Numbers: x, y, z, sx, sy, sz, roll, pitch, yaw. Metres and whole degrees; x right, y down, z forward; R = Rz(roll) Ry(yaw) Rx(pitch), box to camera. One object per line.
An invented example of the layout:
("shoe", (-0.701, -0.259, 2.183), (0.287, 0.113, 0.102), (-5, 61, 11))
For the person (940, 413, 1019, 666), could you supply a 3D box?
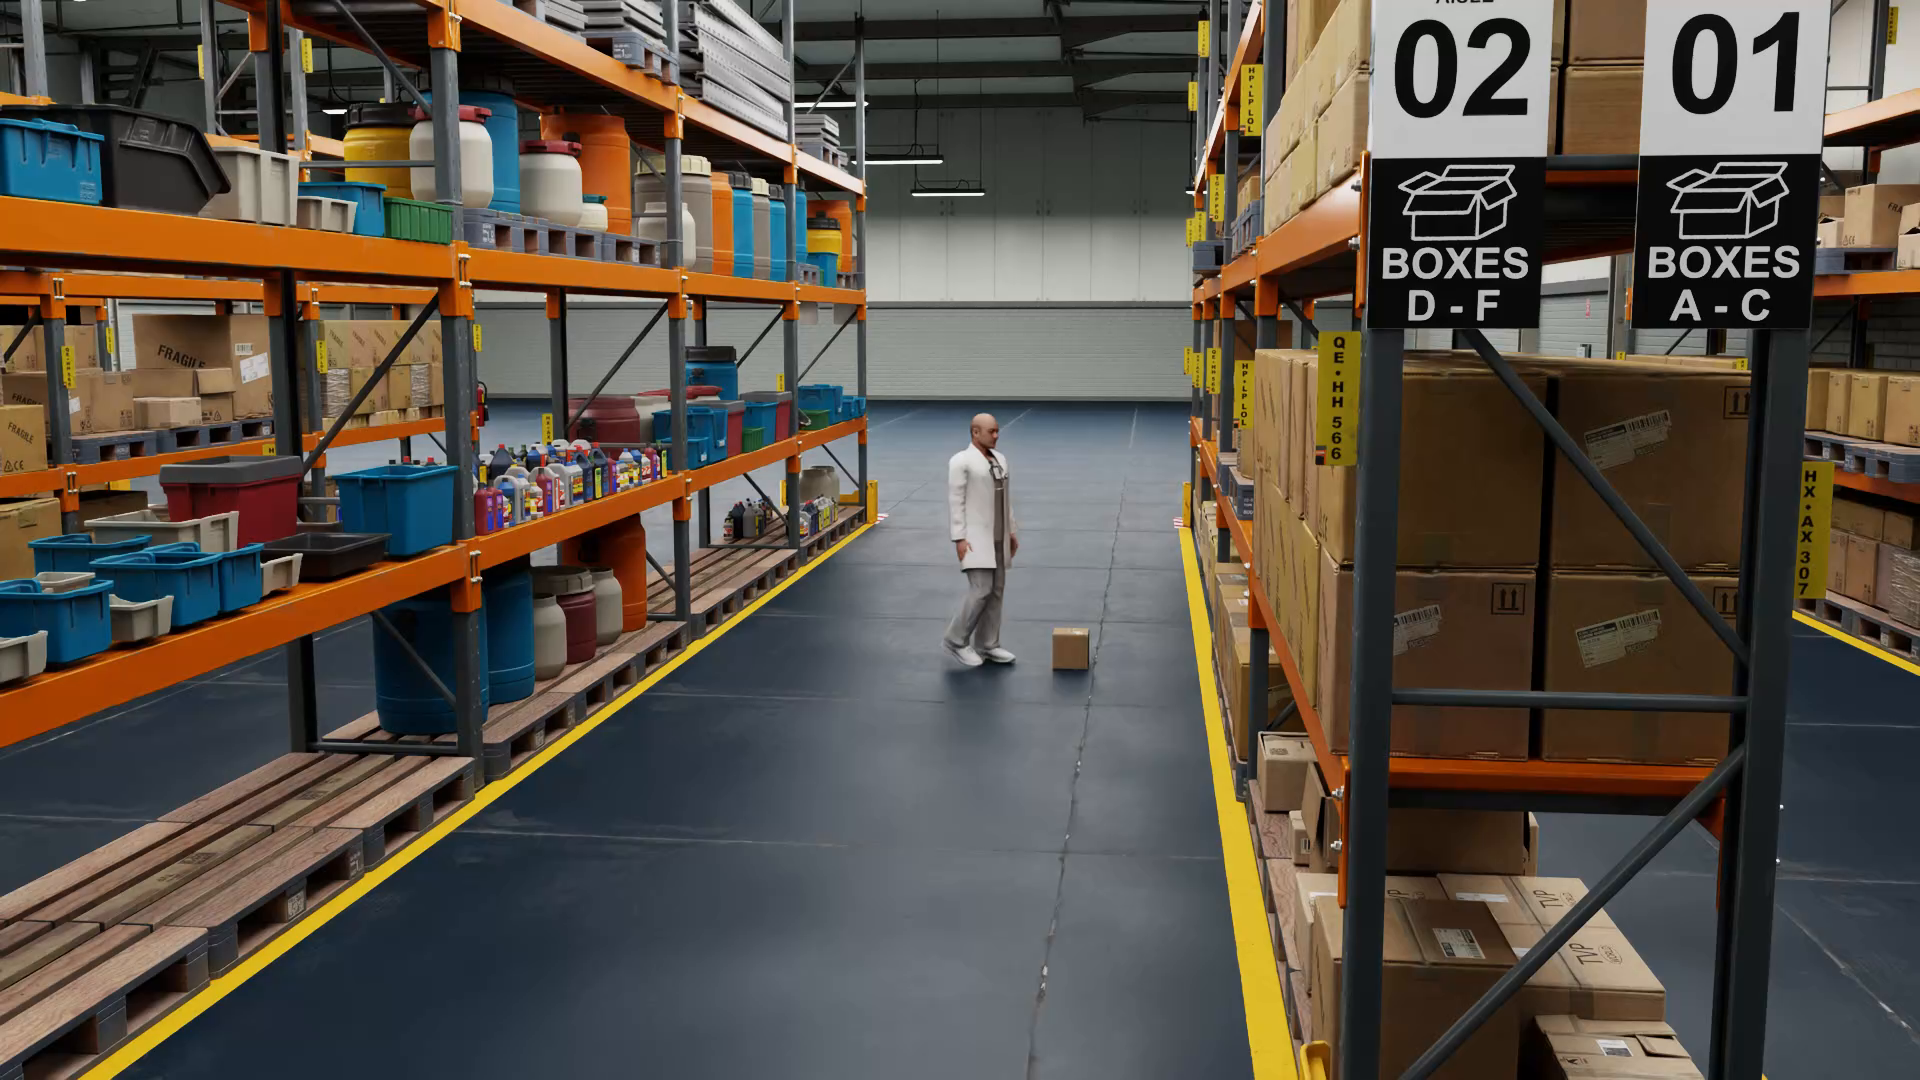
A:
("person", (0.178, -0.011, 11.852), (0.482, 1.778, 0.613), (6, 10, 40))
